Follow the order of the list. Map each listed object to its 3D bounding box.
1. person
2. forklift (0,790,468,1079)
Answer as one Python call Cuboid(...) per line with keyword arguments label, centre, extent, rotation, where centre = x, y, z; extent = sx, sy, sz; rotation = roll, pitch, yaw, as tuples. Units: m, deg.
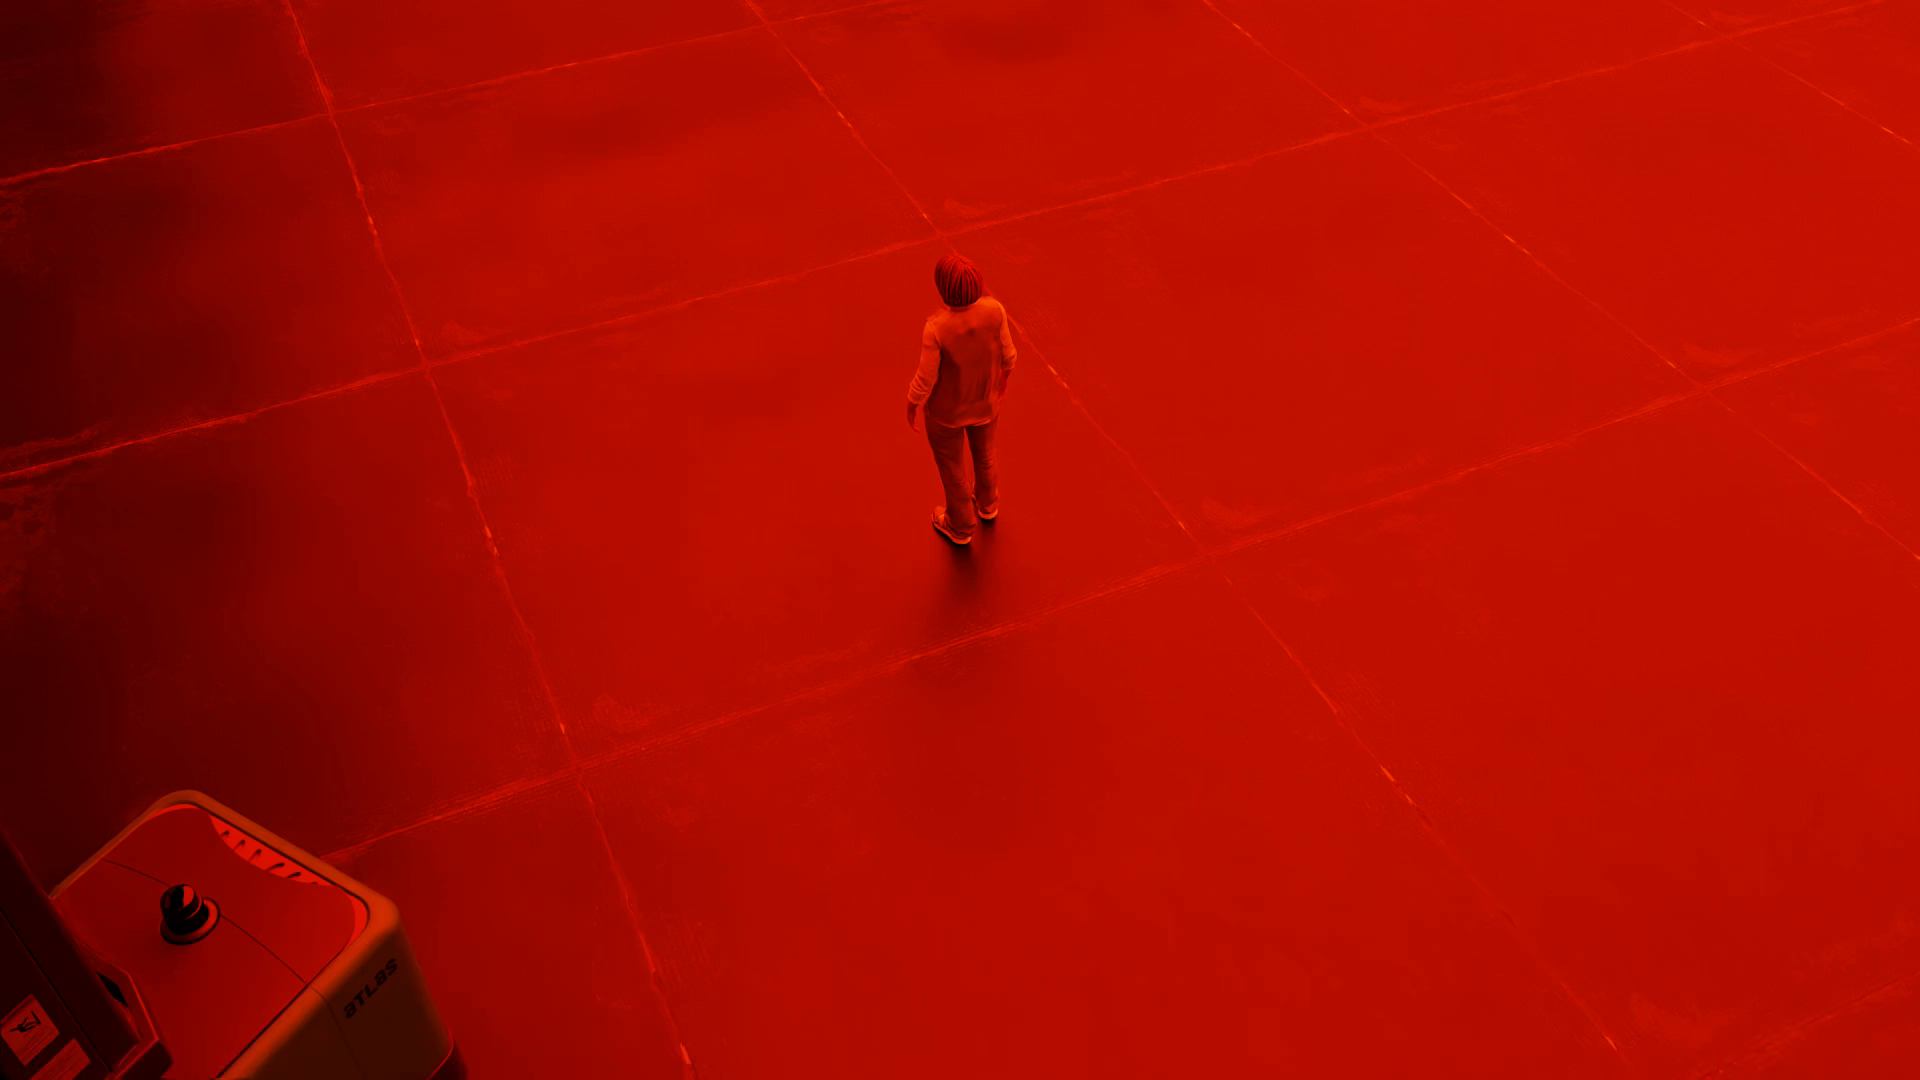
Cuboid(label="person", centre=(-0.018, -0.634, 7.336), extent=(0.520, 1.582, 0.475), rotation=(-18, 46, -18))
Cuboid(label="forklift", centre=(-2.868, 1.537, 4.033), extent=(1.130, 2.935, 3.031), rotation=(22, 47, 22))
